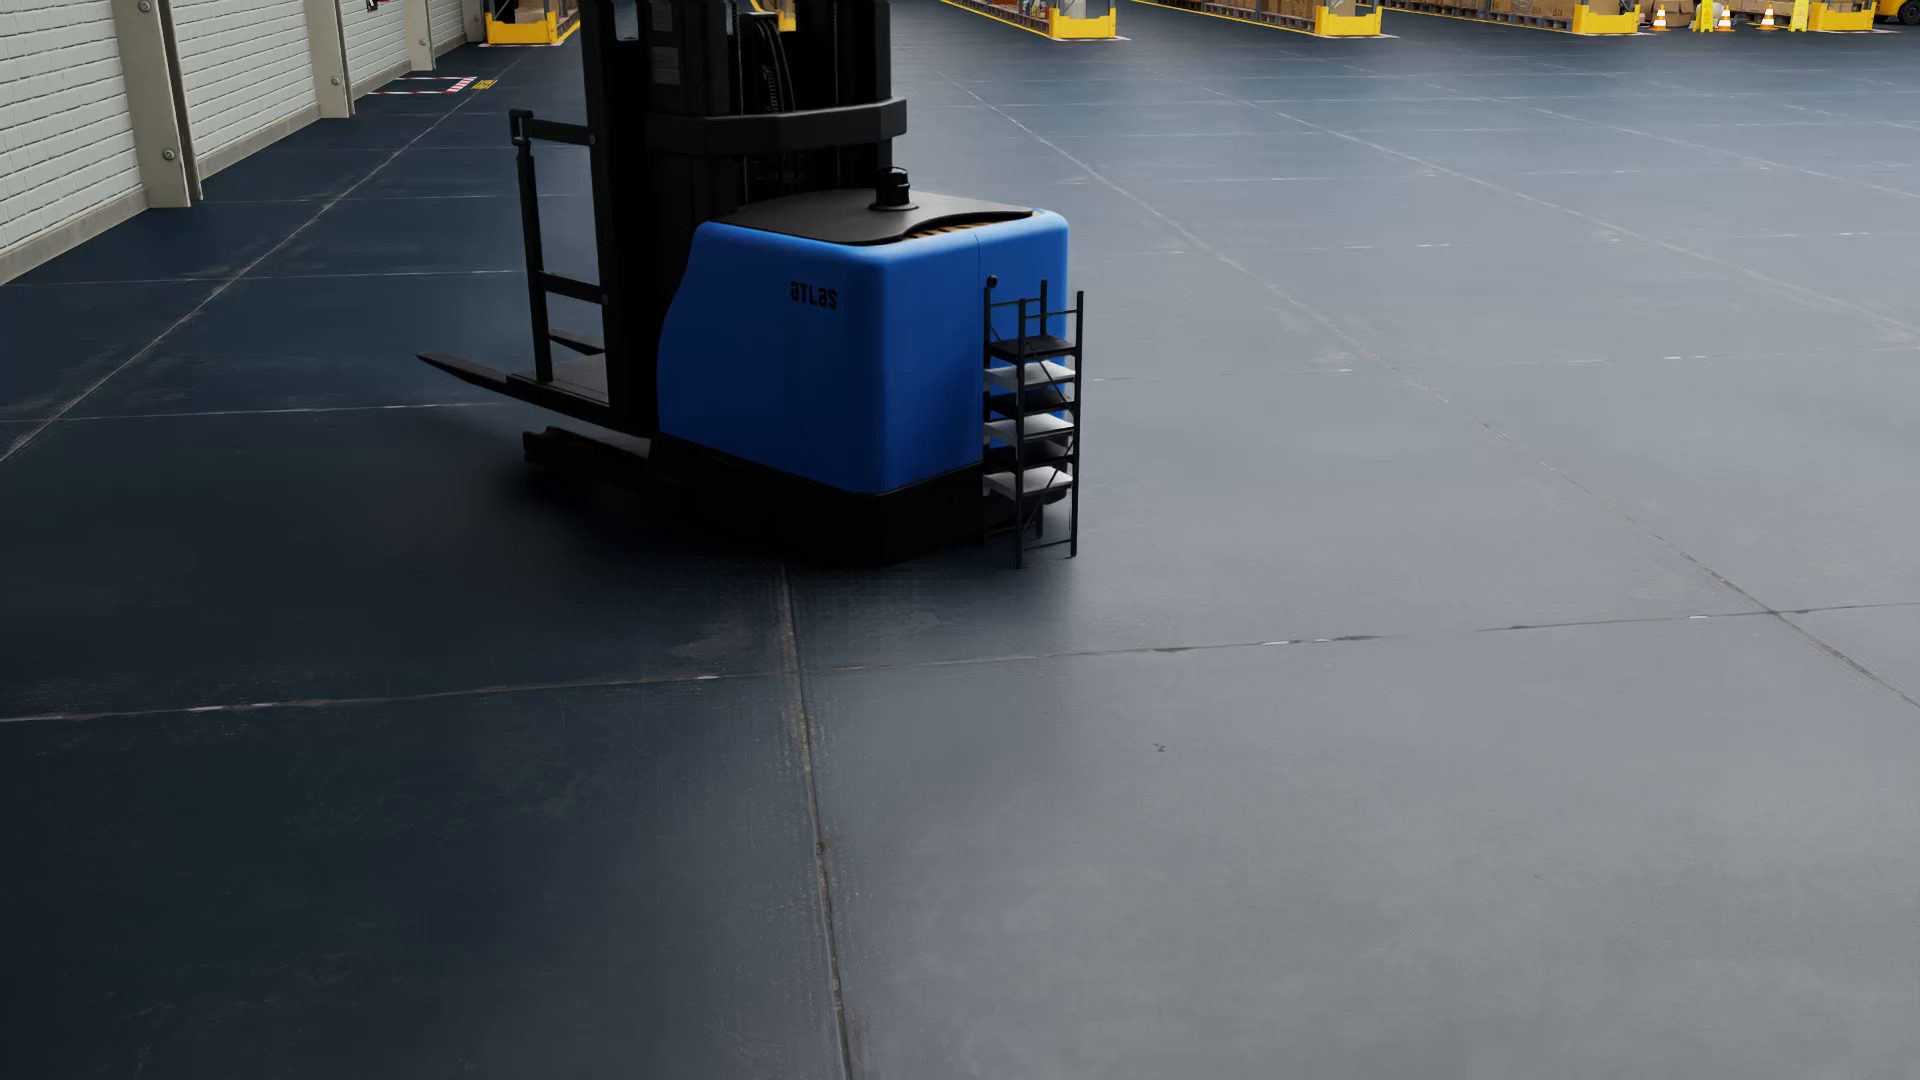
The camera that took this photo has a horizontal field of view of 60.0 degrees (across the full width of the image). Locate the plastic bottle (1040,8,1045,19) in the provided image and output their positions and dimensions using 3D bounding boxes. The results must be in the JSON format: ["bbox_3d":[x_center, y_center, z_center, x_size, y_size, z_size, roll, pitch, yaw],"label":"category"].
[{"bbox_3d":[1.564,-9.978,31.515,0.097,0.201,0.097,0,20,0],"label":"plastic bottle"}]

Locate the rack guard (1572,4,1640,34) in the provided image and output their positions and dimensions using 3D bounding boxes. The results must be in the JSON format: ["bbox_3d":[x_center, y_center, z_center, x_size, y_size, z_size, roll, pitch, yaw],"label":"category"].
[{"bbox_3d":[12.090,-9.755,31.120,1.175,0.500,0.348,-3,21,-8],"label":"rack guard"}]

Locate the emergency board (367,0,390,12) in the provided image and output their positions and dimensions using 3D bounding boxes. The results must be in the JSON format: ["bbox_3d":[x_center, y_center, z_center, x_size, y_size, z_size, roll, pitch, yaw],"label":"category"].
[{"bbox_3d":[-7.314,-7.233,20.796,0.194,1.169,0.643,-3,21,-8],"label":"emergency board"}]

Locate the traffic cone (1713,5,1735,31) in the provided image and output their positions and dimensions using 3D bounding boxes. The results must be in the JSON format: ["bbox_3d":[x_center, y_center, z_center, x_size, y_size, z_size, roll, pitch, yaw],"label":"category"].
[{"bbox_3d":[14.583,-9.941,31.670,0.336,0.463,0.334,-3,21,-8],"label":"traffic cone"}]

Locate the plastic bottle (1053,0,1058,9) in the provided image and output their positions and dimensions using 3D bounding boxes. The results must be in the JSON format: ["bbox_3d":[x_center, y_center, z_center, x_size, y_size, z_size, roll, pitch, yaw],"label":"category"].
[{"bbox_3d":[1.922,-10.604,32.976,0.144,0.351,0.185,-3,21,-8],"label":"plastic bottle"}]

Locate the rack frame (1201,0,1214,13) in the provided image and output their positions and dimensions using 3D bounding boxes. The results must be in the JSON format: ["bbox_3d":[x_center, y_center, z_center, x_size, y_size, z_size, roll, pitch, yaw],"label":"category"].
[{"bbox_3d":[6.011,-13.489,37.544,1.000,3.000,0.127,-3,21,-8],"label":"rack frame"}]

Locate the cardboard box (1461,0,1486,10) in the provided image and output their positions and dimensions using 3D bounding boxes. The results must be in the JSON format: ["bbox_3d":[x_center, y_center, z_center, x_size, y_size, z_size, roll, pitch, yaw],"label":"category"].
[{"bbox_3d":[11.332,-11.672,35.296,1.050,0.750,0.750,-3,21,-8],"label":"cardboard box"}]

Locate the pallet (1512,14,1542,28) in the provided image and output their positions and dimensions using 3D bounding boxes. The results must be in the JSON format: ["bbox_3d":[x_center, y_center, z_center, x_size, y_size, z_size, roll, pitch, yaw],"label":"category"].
[{"bbox_3d":[11.722,-10.322,33.051,1.003,0.211,1.213,-3,21,-8],"label":"pallet"}]

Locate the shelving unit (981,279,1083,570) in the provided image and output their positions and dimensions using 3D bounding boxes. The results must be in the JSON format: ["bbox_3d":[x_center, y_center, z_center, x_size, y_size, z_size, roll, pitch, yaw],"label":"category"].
[{"bbox_3d":[0.233,-0.375,5.435,0.258,0.900,0.210,-12,24,-29],"label":"shelving unit"}]

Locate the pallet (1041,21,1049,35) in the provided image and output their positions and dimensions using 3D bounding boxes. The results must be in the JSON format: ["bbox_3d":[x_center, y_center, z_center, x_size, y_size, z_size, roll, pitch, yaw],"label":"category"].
[{"bbox_3d":[2.094,-9.468,30.765,1.003,0.211,1.213,-3,21,-8],"label":"pallet"}]

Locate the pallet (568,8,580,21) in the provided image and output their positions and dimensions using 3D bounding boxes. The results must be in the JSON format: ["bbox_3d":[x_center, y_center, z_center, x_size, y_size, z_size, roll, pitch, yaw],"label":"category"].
[{"bbox_3d":[-8.583,-11.162,35.301,1.003,0.211,1.213,-3,21,-8],"label":"pallet"}]

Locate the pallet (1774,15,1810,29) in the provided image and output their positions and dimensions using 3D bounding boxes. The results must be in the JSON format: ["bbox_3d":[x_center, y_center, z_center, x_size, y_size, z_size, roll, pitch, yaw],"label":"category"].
[{"bbox_3d":[16.878,-10.222,32.783,1.003,0.211,1.213,-3,21,-8],"label":"pallet"}]

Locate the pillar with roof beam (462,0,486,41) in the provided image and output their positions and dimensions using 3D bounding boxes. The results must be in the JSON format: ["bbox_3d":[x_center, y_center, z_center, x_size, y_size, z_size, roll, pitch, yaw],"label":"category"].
[{"bbox_3d":[-4.237,-13.196,28.185,9.100,9.000,0.400,-3,21,-8],"label":"pillar with roof beam"}]

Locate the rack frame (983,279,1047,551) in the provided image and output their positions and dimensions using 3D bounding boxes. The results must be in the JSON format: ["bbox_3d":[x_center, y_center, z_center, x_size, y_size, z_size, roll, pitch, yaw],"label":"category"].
[{"bbox_3d":[0.180,-0.406,5.516,0.240,0.900,0.006,-12,24,-29],"label":"rack frame"}]

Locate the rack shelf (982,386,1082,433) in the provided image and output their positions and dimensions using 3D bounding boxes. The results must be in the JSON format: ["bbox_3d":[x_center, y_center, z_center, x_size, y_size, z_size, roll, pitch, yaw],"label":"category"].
[{"bbox_3d":[0.233,-0.428,5.415,0.258,0.077,0.200,-12,24,-29],"label":"rack shelf"}]

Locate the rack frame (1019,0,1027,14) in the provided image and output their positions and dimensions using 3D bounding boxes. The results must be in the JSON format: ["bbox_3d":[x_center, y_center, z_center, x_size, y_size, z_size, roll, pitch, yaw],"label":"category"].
[{"bbox_3d":[1.686,-11.854,33.168,1.000,3.000,0.127,-3,21,-8],"label":"rack frame"}]

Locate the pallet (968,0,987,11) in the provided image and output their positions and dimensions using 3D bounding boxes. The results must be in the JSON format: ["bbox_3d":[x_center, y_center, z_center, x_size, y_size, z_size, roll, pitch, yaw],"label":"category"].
[{"bbox_3d":[0.782,-12.625,39.217,1.003,0.211,1.213,-3,21,-8],"label":"pallet"}]

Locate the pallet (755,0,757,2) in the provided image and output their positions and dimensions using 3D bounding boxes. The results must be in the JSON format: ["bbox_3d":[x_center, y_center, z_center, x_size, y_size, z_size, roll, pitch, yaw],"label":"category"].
[{"bbox_3d":[-4.819,-14.152,43.305,1.003,0.211,1.213,-3,21,-8],"label":"pallet"}]

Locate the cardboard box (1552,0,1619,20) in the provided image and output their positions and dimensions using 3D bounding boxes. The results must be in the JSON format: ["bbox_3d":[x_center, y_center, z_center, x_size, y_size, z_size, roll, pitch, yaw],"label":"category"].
[{"bbox_3d":[11.924,-10.367,31.622,0.875,0.875,0.875,-3,21,-7],"label":"cardboard box"}]

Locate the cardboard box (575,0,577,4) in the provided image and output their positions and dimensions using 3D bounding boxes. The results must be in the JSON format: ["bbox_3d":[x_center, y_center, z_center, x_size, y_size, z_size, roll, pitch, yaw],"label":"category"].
[{"bbox_3d":[-8.670,-12.190,36.540,0.750,0.750,0.750,-3,21,-8],"label":"cardboard box"}]

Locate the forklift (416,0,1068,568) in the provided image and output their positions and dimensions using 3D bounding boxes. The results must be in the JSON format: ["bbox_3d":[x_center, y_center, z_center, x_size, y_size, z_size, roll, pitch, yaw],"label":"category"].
[{"bbox_3d":[-1.039,-1.700,6.079,3.031,2.935,1.130,18,27,40],"label":"forklift"}]

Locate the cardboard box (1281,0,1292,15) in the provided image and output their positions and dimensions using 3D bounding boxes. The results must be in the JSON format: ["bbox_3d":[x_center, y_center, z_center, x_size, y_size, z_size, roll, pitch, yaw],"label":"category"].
[{"bbox_3d":[6.696,-10.791,33.294,0.500,0.500,0.500,4,21,9],"label":"cardboard box"}]

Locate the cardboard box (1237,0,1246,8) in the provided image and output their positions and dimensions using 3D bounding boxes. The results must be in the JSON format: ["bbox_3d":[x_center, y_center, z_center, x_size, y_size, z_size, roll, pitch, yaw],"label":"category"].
[{"bbox_3d":[6.389,-11.712,35.732,0.700,0.500,0.500,-5,21,-12],"label":"cardboard box"}]

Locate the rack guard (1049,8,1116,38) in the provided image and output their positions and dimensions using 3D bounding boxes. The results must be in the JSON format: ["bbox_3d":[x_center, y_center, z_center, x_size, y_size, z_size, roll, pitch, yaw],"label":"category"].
[{"bbox_3d":[2.206,-9.322,29.961,1.175,0.500,0.348,-3,21,-8],"label":"rack guard"}]

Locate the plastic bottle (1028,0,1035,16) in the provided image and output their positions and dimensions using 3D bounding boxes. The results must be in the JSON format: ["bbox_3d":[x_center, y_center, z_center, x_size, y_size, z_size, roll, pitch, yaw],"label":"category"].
[{"bbox_3d":[1.419,-10.454,32.575,0.144,0.351,0.185,-4,21,-10],"label":"plastic bottle"}]

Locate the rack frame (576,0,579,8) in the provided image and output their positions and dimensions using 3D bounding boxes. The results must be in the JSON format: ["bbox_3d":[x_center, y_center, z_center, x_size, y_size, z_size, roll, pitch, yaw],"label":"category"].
[{"bbox_3d":[-8.694,-12.739,35.538,1.000,3.000,0.127,-3,21,-8],"label":"rack frame"}]

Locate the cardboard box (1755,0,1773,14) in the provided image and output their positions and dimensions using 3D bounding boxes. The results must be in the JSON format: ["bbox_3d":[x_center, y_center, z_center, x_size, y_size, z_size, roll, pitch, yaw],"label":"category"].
[{"bbox_3d":[16.440,-10.754,33.553,0.500,0.250,0.500,-4,21,-10],"label":"cardboard box"}]

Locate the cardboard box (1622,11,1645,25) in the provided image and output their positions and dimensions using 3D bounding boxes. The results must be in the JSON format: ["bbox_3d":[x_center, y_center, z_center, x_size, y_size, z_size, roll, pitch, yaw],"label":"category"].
[{"bbox_3d":[13.581,-10.536,33.546,0.396,0.266,0.258,1,20,2],"label":"cardboard box"}]

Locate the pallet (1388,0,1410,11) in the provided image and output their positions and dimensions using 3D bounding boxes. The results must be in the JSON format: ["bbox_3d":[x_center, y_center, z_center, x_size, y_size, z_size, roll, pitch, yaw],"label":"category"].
[{"bbox_3d":[10.823,-12.668,39.333,1.003,0.211,1.213,-3,21,-8],"label":"pallet"}]

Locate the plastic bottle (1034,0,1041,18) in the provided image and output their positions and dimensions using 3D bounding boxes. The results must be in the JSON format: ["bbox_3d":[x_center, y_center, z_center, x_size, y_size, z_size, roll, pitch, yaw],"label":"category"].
[{"bbox_3d":[1.507,-10.242,32.008,0.144,0.351,0.185,-2,21,-6],"label":"plastic bottle"}]

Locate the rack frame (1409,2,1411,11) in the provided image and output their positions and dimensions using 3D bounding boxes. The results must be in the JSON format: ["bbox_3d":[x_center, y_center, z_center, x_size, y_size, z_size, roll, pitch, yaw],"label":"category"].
[{"bbox_3d":[10.934,-13.704,38.121,1.000,3.000,0.127,-3,21,-8],"label":"rack frame"}]

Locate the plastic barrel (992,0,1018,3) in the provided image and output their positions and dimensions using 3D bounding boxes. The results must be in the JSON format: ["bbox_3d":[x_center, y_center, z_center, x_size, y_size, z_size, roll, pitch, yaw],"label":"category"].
[{"bbox_3d":[1.022,-12.588,37.633,0.600,0.830,0.708,-3,21,-8],"label":"plastic barrel"}]

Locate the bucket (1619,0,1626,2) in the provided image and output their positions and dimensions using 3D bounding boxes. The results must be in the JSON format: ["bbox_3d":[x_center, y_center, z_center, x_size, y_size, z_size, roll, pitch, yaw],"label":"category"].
[{"bbox_3d":[13.811,-11.567,34.904,0.726,0.611,0.620,4,11,11],"label":"bucket"}]

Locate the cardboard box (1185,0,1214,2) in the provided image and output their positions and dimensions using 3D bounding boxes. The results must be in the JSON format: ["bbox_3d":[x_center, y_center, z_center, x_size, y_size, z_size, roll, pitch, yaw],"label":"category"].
[{"bbox_3d":[5.932,-12.930,38.485,1.225,0.875,0.875,-4,21,-10],"label":"cardboard box"}]

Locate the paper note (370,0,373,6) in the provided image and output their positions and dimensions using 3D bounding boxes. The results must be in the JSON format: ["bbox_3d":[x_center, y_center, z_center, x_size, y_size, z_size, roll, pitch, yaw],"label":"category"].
[{"bbox_3d":[-7.357,-6.756,20.776,0.016,0.148,0.142,-3,21,-8],"label":"paper note"}]

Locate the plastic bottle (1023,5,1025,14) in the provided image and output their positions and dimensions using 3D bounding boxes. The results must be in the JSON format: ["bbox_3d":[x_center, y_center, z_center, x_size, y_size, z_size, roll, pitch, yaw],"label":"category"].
[{"bbox_3d":[1.313,-10.582,33.131,0.097,0.201,0.097,0,20,0],"label":"plastic bottle"}]

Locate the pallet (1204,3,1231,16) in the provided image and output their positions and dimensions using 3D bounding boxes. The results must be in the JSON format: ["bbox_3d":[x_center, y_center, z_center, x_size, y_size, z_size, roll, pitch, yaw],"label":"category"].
[{"bbox_3d":[6.122,-11.912,37.308,1.003,0.211,1.213,-3,21,-8],"label":"pallet"}]

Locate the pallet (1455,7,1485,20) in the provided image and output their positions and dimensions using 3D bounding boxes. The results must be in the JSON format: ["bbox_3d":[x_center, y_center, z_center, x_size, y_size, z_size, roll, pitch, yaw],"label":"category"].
[{"bbox_3d":[11.325,-11.276,35.605,1.003,0.211,1.213,-3,21,-8],"label":"pallet"}]

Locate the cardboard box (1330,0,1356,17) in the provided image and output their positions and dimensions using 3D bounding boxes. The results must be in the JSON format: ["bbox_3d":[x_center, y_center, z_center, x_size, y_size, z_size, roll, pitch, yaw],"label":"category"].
[{"bbox_3d":[7.091,-9.962,31.073,0.500,0.500,0.500,1,20,2],"label":"cardboard box"}]

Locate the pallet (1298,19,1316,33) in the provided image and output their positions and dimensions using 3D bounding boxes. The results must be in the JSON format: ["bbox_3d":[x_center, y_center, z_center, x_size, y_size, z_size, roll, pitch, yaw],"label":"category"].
[{"bbox_3d":[7.071,-9.722,31.445,1.003,0.211,1.213,-3,21,-8],"label":"pallet"}]

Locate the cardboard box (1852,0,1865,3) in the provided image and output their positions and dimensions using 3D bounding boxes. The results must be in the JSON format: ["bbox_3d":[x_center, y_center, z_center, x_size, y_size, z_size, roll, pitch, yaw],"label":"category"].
[{"bbox_3d":[21.004,-12.649,38.090,0.875,0.625,0.625,-4,21,-10],"label":"cardboard box"}]

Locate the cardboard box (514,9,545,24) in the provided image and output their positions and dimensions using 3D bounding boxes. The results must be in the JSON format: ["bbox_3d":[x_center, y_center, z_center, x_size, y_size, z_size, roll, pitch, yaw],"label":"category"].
[{"bbox_3d":[-7.551,-9.160,29.169,0.500,0.311,0.500,-5,21,-14],"label":"cardboard box"}]
